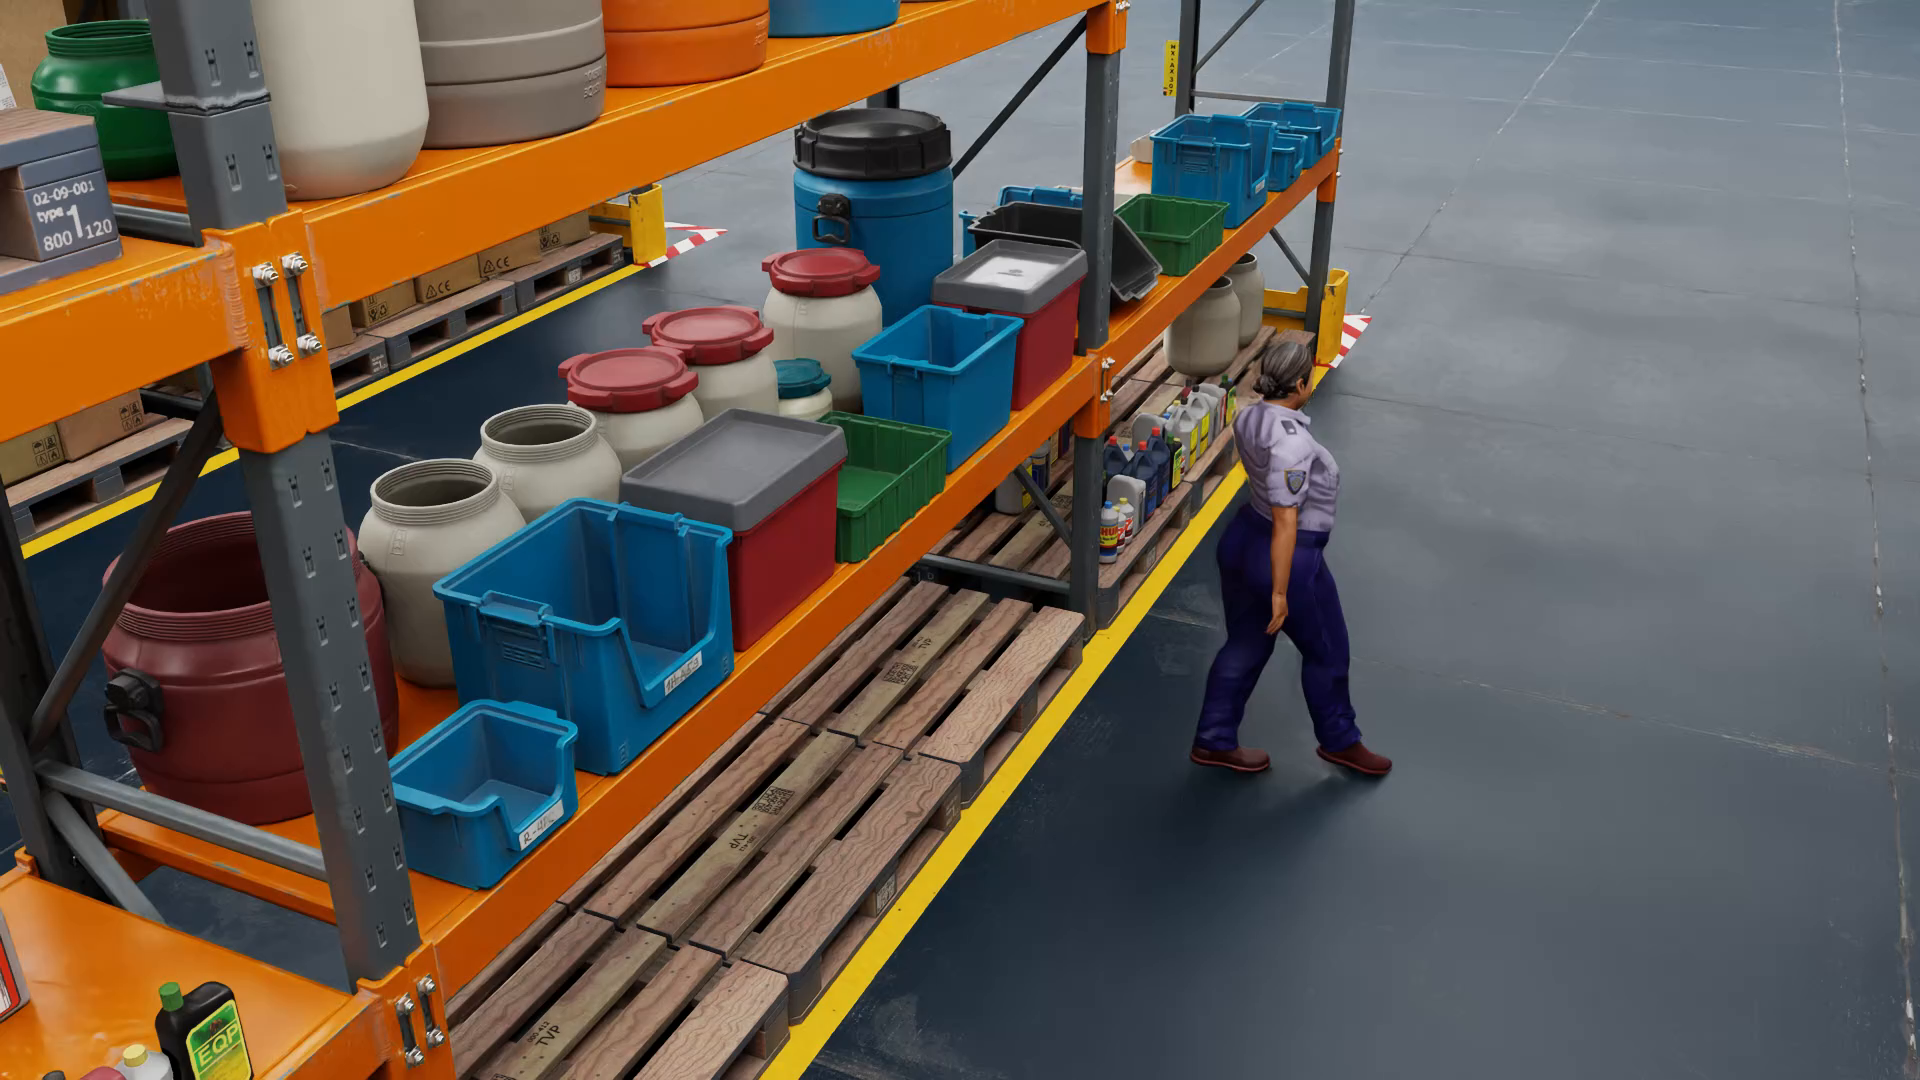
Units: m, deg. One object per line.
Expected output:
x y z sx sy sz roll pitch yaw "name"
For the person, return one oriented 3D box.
1.212 0.089 5.963 0.736 1.651 0.562 -8 27 -16 "person"
